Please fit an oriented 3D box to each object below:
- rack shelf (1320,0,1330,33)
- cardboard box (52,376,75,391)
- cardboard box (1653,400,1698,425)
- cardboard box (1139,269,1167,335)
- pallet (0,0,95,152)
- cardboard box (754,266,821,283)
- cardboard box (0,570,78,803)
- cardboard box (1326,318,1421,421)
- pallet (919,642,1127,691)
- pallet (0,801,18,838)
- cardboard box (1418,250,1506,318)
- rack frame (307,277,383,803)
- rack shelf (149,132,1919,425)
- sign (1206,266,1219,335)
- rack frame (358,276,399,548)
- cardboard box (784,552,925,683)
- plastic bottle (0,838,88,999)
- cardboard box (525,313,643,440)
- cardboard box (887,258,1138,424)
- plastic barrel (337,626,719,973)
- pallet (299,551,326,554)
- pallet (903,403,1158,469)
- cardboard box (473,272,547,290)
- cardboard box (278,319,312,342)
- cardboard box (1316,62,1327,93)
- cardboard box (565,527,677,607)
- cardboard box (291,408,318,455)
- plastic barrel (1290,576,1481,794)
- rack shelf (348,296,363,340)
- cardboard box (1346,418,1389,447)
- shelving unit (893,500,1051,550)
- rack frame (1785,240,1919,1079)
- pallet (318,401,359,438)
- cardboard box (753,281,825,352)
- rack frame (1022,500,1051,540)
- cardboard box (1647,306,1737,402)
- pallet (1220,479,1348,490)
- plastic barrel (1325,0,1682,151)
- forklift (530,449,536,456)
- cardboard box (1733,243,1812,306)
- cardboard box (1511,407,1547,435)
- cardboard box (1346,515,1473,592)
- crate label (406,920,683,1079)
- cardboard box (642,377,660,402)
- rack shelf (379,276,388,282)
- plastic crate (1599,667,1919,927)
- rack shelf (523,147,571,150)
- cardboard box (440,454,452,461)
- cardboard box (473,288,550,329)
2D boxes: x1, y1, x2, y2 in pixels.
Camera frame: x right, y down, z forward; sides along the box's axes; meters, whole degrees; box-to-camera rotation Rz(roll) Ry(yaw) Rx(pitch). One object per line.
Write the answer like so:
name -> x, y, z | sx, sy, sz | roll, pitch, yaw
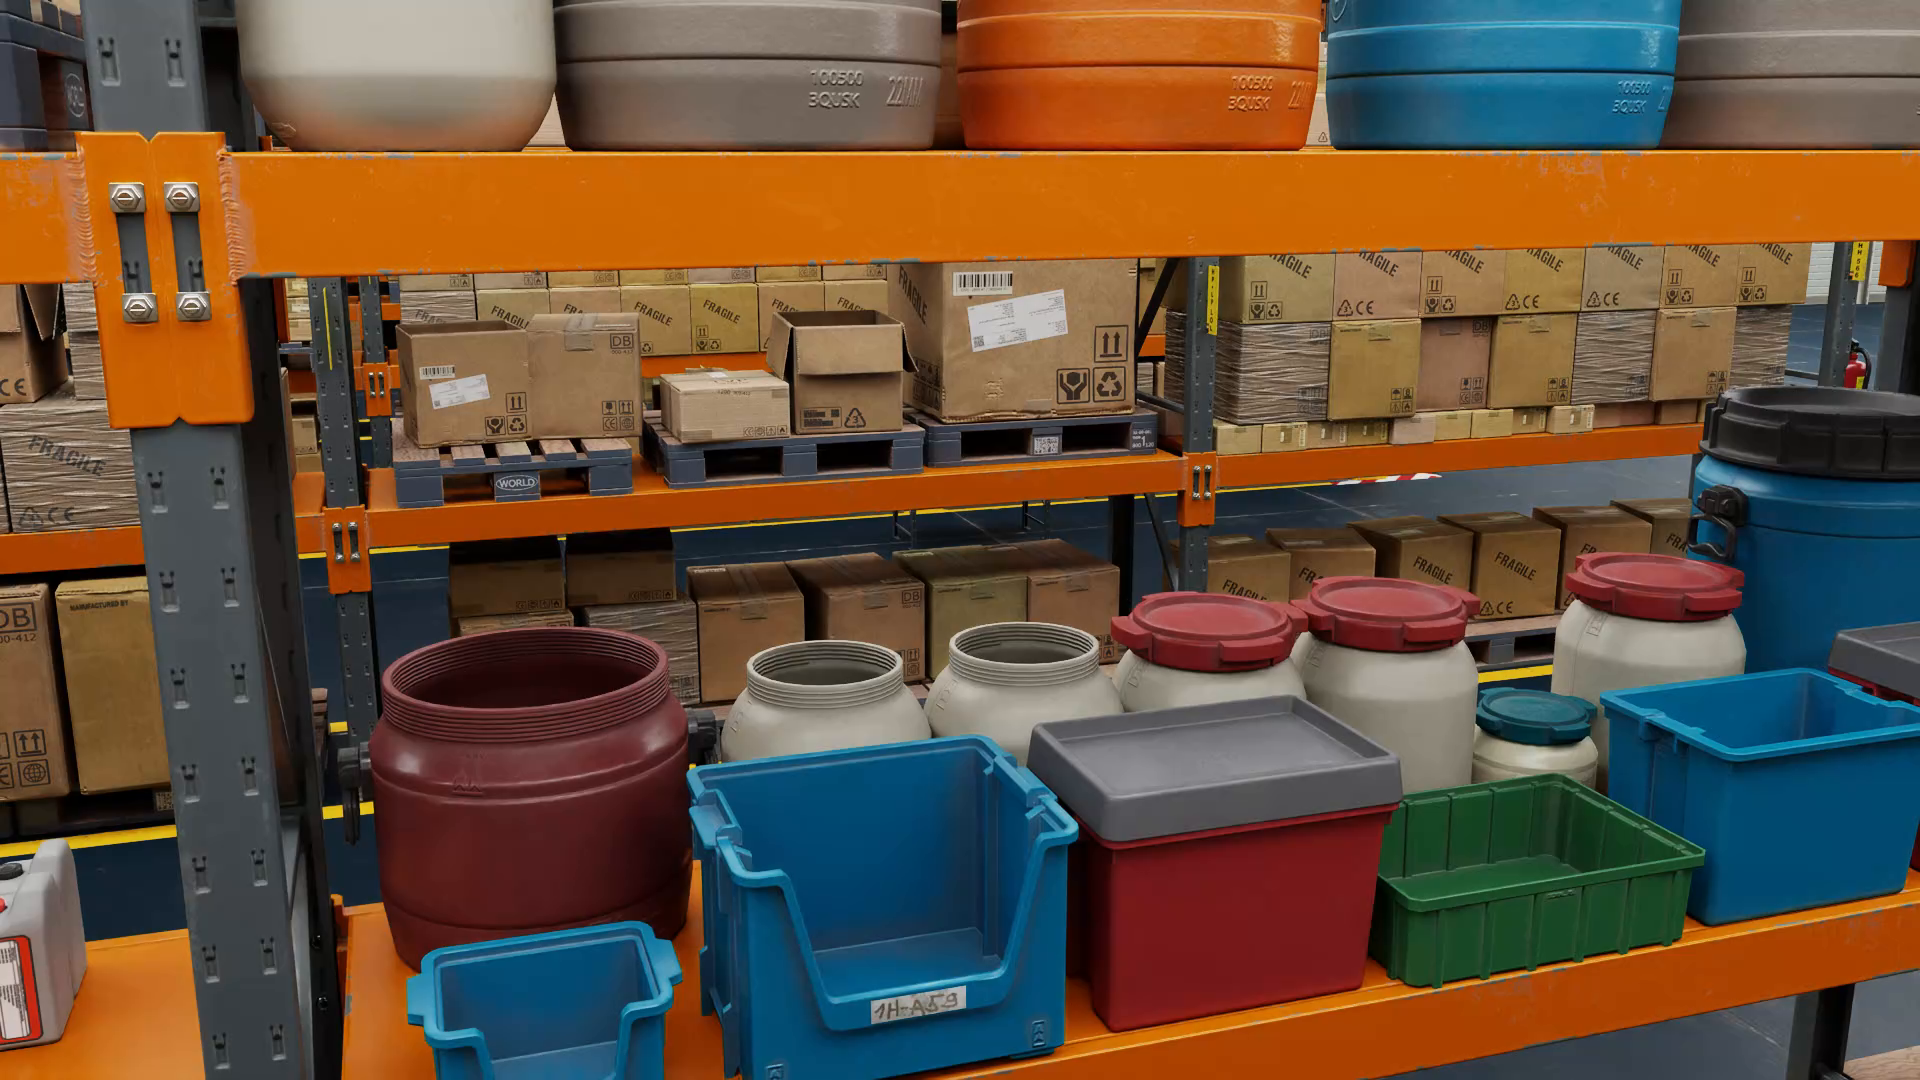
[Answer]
rack shelf -> 1.447, -4.330, 13.317 | 4.000, 0.370, 1.077 | -4, 14, -18
cardboard box -> -3.789, -0.451, 7.342 | 0.500, 0.500, 0.500 | -5, 14, -20
cardboard box -> 3.925, -0.756, 9.383 | 0.250, 0.149, 0.380 | -4, 14, -18
cardboard box -> 1.431, -2.031, 13.877 | 0.500, 0.550, 0.875 | -4, 14, -18
pallet -> -1.930, -0.664, 2.376 | 1.213, 0.211, 1.003 | -4, 14, -18
cardboard box -> -1.404, -2.267, 12.813 | 0.500, 0.500, 0.700 | -5, 14, -19
cardboard box -> -4.262, 0.522, 7.148 | 0.875, 0.875, 1.225 | -4, 14, -18
cardboard box -> 1.969, -0.955, 8.816 | 0.500, 0.500, 0.875 | -4, 14, -18
pallet -> 0.300, 0.702, 8.736 | 1.213, 0.211, 1.003 | -4, 14, -18
pallet -> -4.679, 1.070, 7.188 | 1.213, 0.211, 1.003 | -4, 14, -18
cardboard box -> 2.492, -1.444, 8.711 | 0.500, 0.500, 0.500 | -4, 14, -18
rack frame -> -2.754, -0.417, 7.416 | 0.127, 3.000, 1.000 | -4, 14, -18
rack shelf -> 0.721, -0.588, 3.205 | 4.000, 0.370, 1.077 | -4, 14, -18
sign -> 1.218, -1.154, 8.012 | 0.005, 0.325, 0.100 | -4, 14, -18
rack frame -> -4.240, -1.513, 12.020 | 0.127, 3.000, 1.000 | -4, 14, -18
cardboard box -> -0.540, 0.402, 8.420 | 0.500, 0.500, 0.700 | -6, 15, -23
plastic bottle -> -1.687, 0.690, 3.027 | 0.135, 0.276, 0.152 | -4, 14, -18
cardboard box -> -1.758, -0.782, 7.825 | 0.500, 0.500, 0.700 | -2, 14, -10
cardboard box -> 0.240, -1.181, 8.421 | 1.000, 1.000, 1.000 | -4, 14, -18
plastic barrel -> -0.831, 0.502, 3.256 | 0.708, 0.536, 0.600 | -4, 14, -18
pallet -> -4.981, -0.099, 12.102 | 1.213, 0.211, 1.003 | -4, 14, -18
pallet -> 0.266, -0.595, 8.576 | 1.213, 0.211, 1.003 | -4, 14, -18
cardboard box -> -3.332, -2.116, 12.181 | 0.500, 0.500, 0.700 | -5, 14, -19
cardboard box -> -4.561, -1.458, 11.424 | 0.250, 0.149, 0.380 | -4, 14, -17
cardboard box -> 1.674, -2.284, 8.243 | 0.250, 0.149, 0.380 | -5, 14, -21
cardboard box -> -1.629, 0.122, 7.977 | 0.500, 0.250, 0.500 | -3, 14, -12
cardboard box -> -4.805, -0.758, 11.720 | 0.500, 0.250, 0.500 | -5, 14, -19
plastic barrel -> 0.945, 0.384, 3.752 | 0.433, 0.535, 0.433 | 0, 13, 0
rack shelf -> -7.810, -2.093, 16.016 | 4.000, 0.370, 1.077 | -4, 14, -18
cardboard box -> 2.040, -0.601, 8.730 | 0.250, 0.149, 0.380 | -4, 14, -18
shelving unit -> 0.081, -0.736, 11.996 | 1.048, 1.500, 0.538 | -4, 14, -18
rack frame -> 2.617, 0.374, 4.090 | 0.127, 3.000, 1.000 | -4, 14, -18
pallet -> -6.686, -1.193, 16.701 | 1.213, 0.211, 1.003 | -4, 14, -18
cardboard box -> -1.337, -1.722, 12.685 | 0.500, 0.500, 0.500 | -5, 14, -19
rack frame -> 0.563, -0.773, 12.153 | 0.032, 1.500, 0.500 | -4, 14, -18
cardboard box -> 3.863, -1.103, 9.441 | 0.500, 0.500, 0.875 | -4, 14, -18
pallet -> 2.609, -0.670, 14.505 | 1.213, 0.211, 1.003 | -4, 14, -18
plastic barrel -> 0.964, -1.148, 2.921 | 0.708, 0.901, 0.600 | -4, 14, -18
forklift -> -3.361, -2.130, 14.762 | 3.031, 2.935, 1.130 | -6, 14, -22
cardboard box -> 4.386, -1.593, 9.338 | 0.500, 0.500, 0.500 | -4, 14, -18
cardboard box -> 2.977, -0.682, 9.072 | 0.250, 0.149, 0.380 | -4, 14, -18
cardboard box -> 2.533, 0.171, 9.434 | 0.500, 0.500, 0.500 | -6, 15, -23
crate label -> -0.655, 0.801, 2.653 | 0.416, 0.233, 0.303 | -4, 14, -18
cardboard box -> -3.300, -1.719, 17.658 | 0.625, 0.372, 0.950 | -4, 14, -15
rack shelf -> -5.606, -3.477, 21.833 | 4.000, 0.370, 1.077 | -4, 14, -18
plastic crate -> 1.671, 0.531, 3.463 | 0.575, 0.384, 0.392 | -4, 14, -18
rack shelf -> -0.858, -1.674, 7.772 | 4.000, 0.370, 1.077 | -4, 14, -18
cardboard box -> -3.634, -0.648, 12.338 | 0.750, 0.750, 1.050 | -5, 14, -19
cardboard box -> -3.247, -1.573, 12.059 | 0.500, 0.500, 0.500 | -5, 14, -19
